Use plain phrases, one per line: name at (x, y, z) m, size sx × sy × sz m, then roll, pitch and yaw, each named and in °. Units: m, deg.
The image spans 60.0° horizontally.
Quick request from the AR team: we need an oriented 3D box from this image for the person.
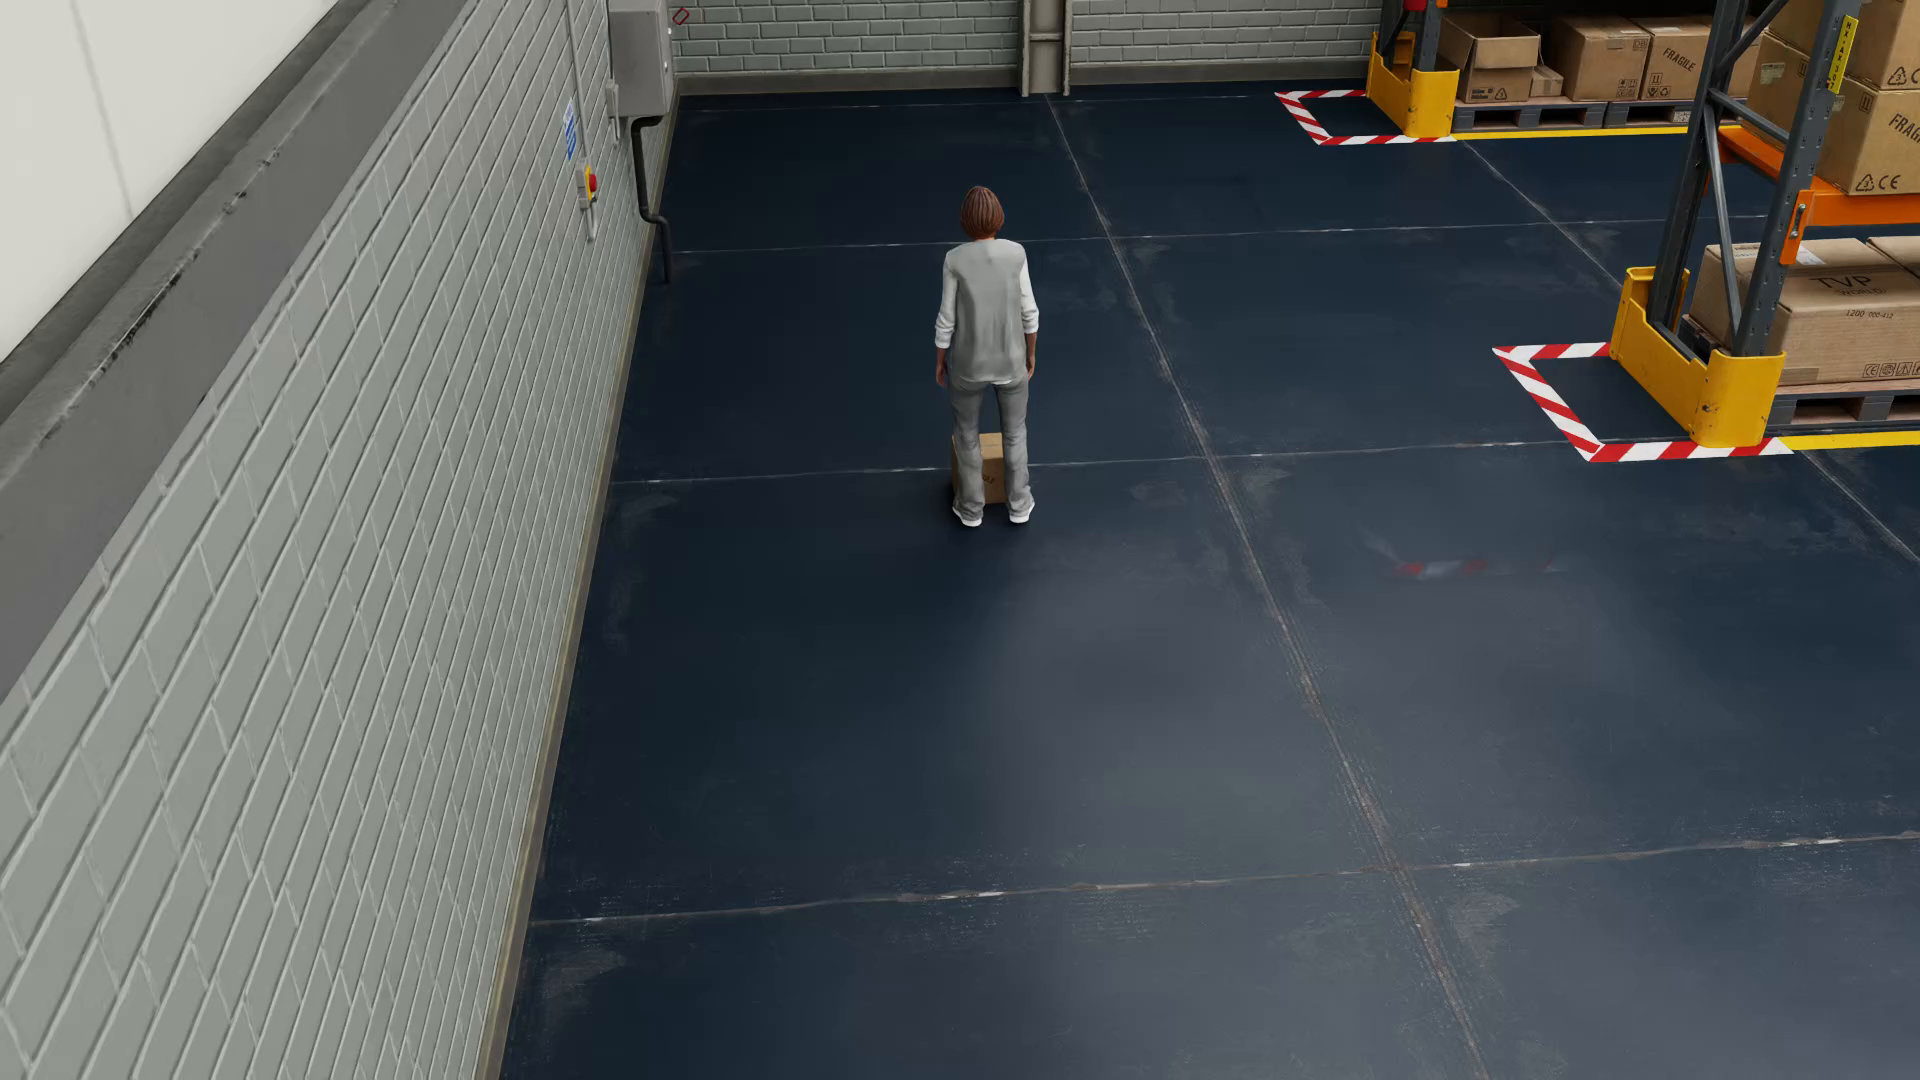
person at (0.124, -0.785, 7.424) m, size 0.484 × 1.592 × 0.347 m, roll -5°, pitch 32°, yaw -8°
